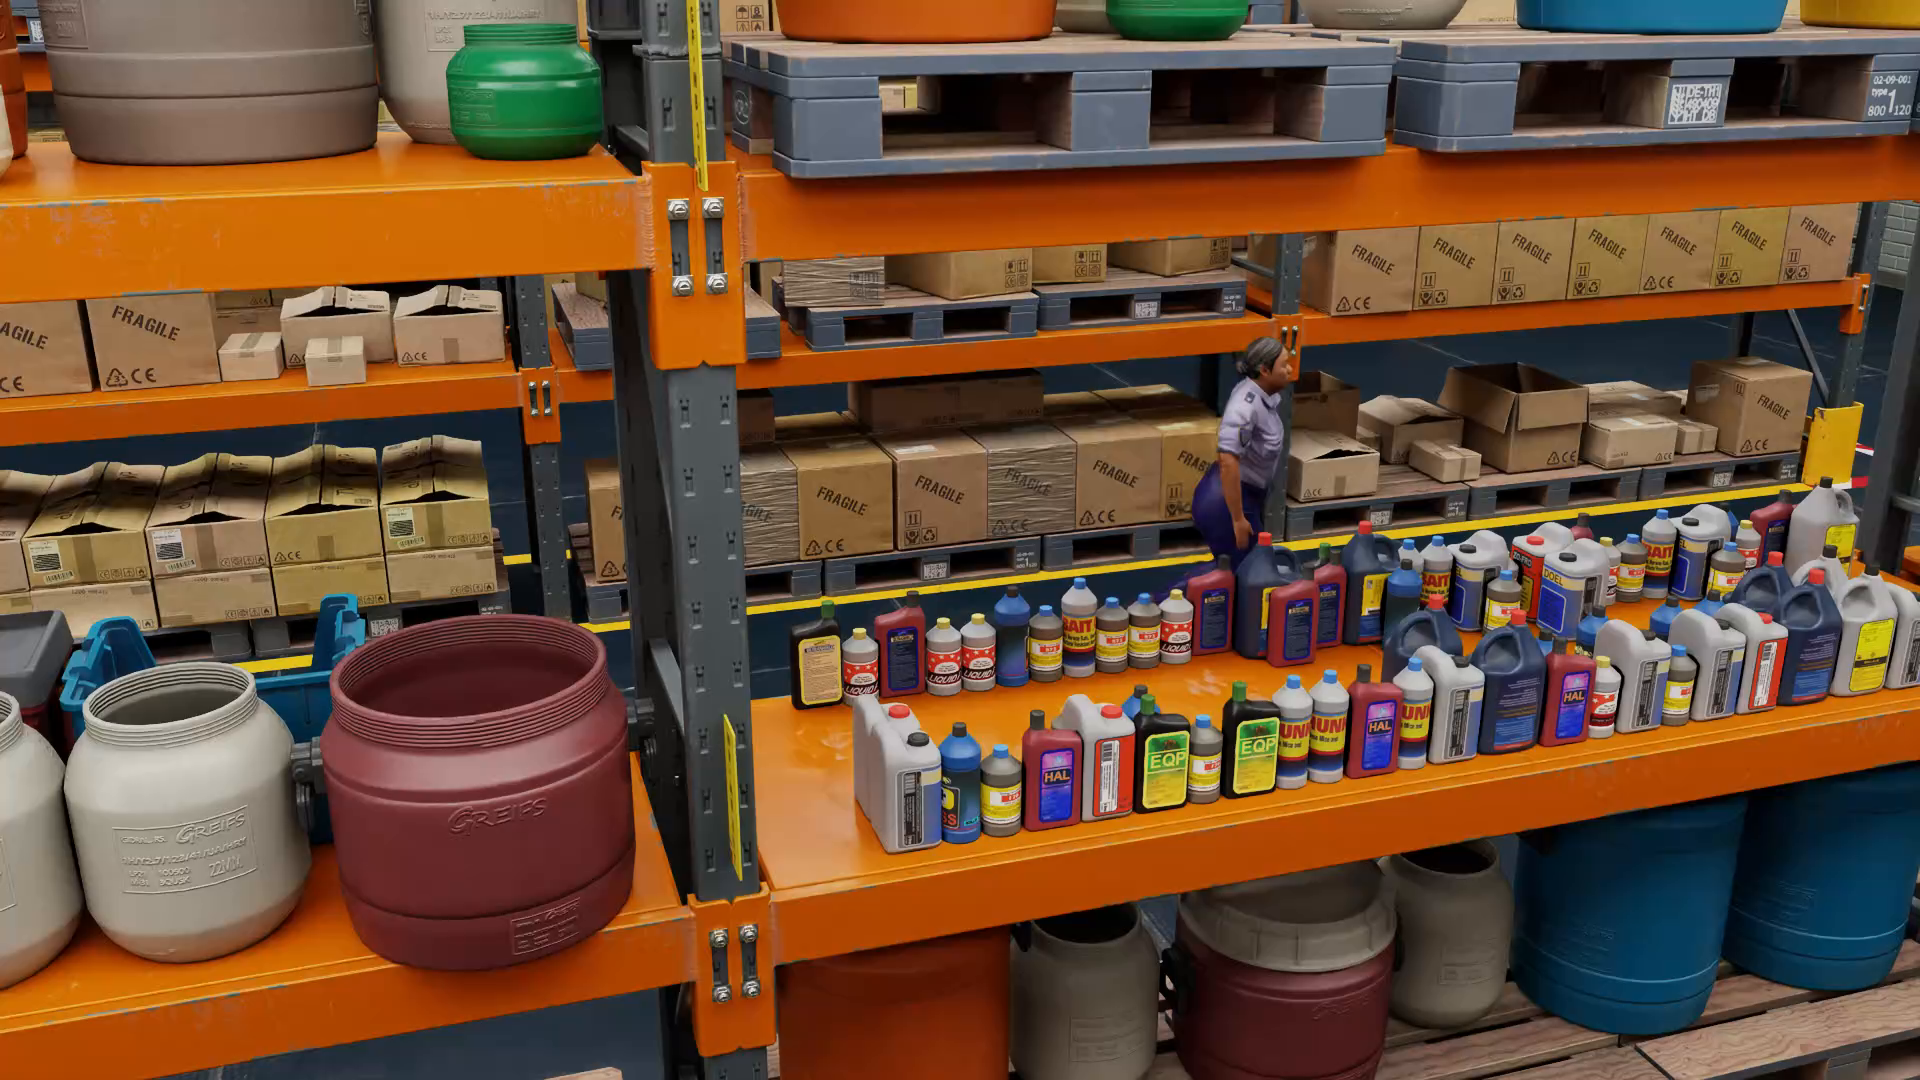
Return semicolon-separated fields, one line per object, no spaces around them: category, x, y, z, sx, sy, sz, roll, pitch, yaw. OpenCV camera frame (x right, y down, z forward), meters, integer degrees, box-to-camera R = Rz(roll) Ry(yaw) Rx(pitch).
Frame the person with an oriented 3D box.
person;1.173;-0.163;7.676;0.631;1.576;0.640;4;20;12
